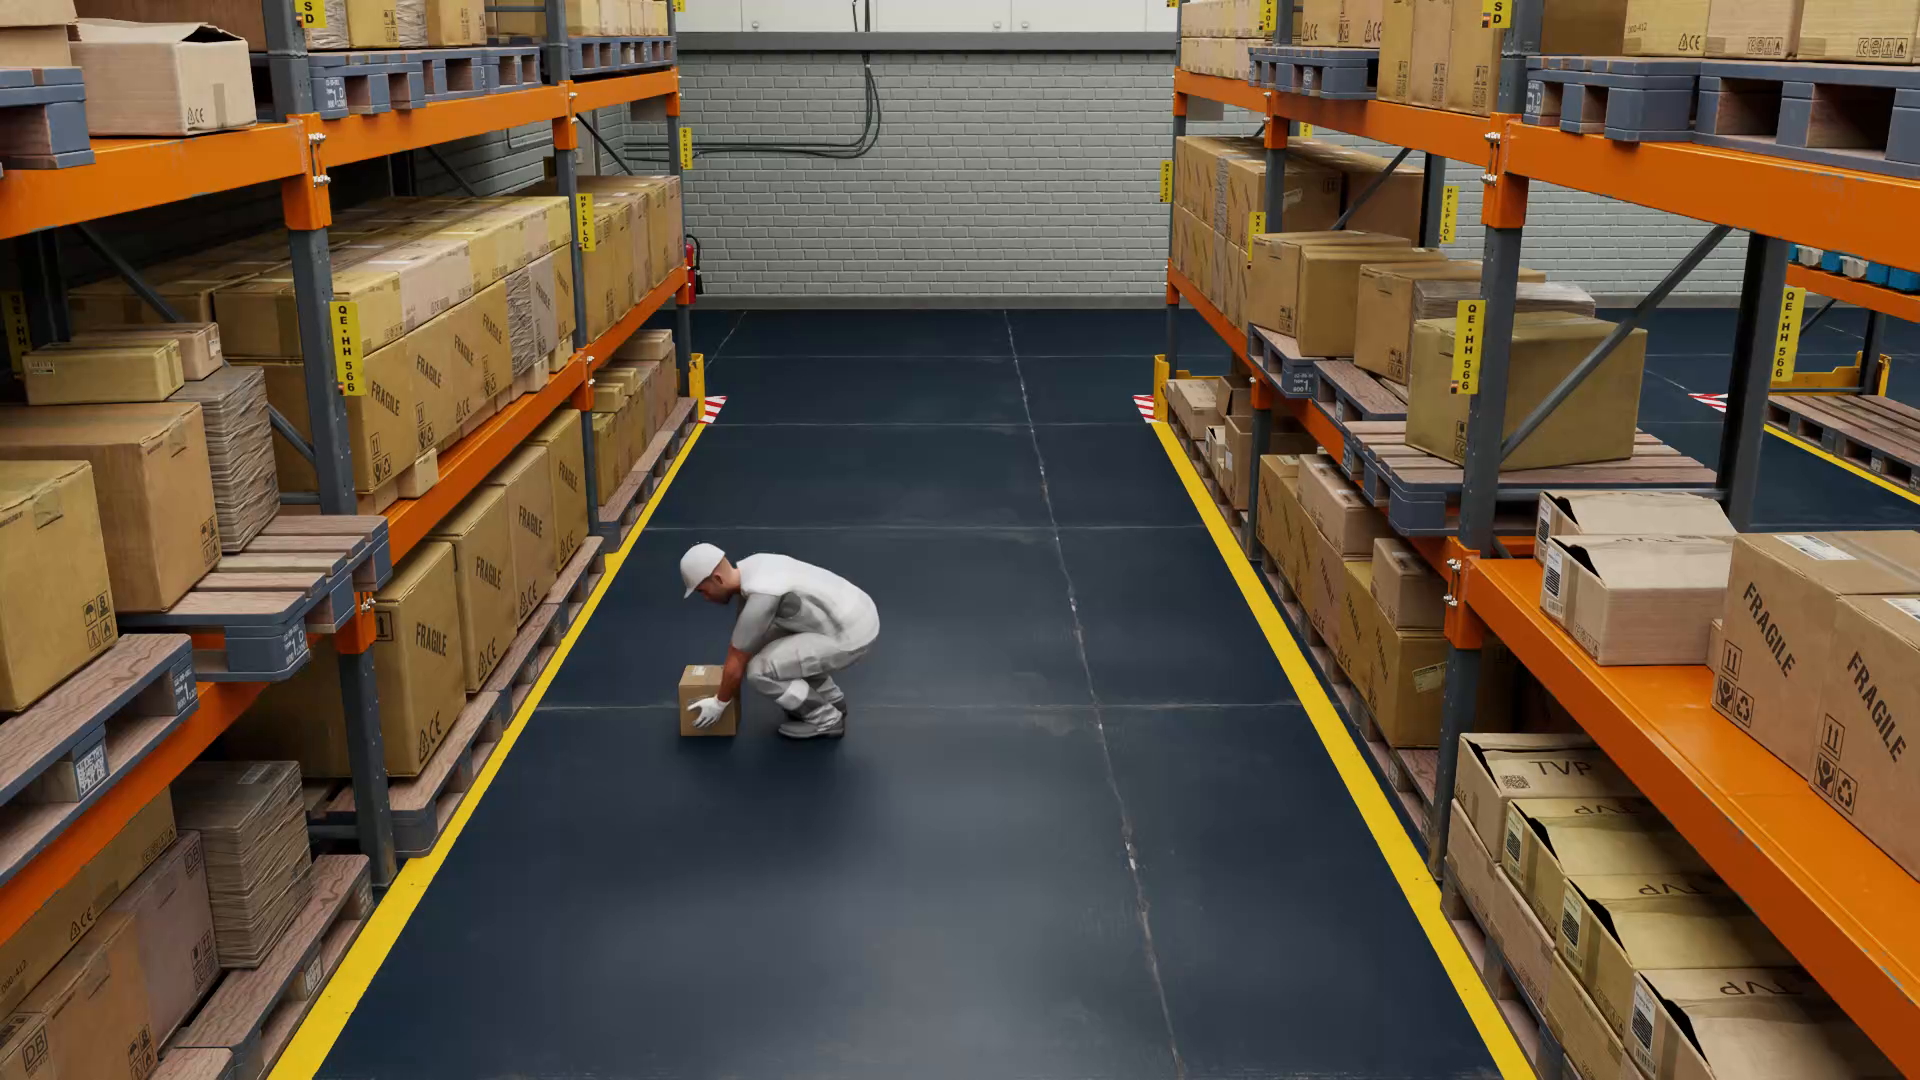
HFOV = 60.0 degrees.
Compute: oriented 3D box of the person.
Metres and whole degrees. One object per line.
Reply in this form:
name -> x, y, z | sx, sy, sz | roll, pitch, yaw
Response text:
person -> -0.809, 0.438, 7.589 | 0.887, 0.907, 0.570 | 0, 17, -1
